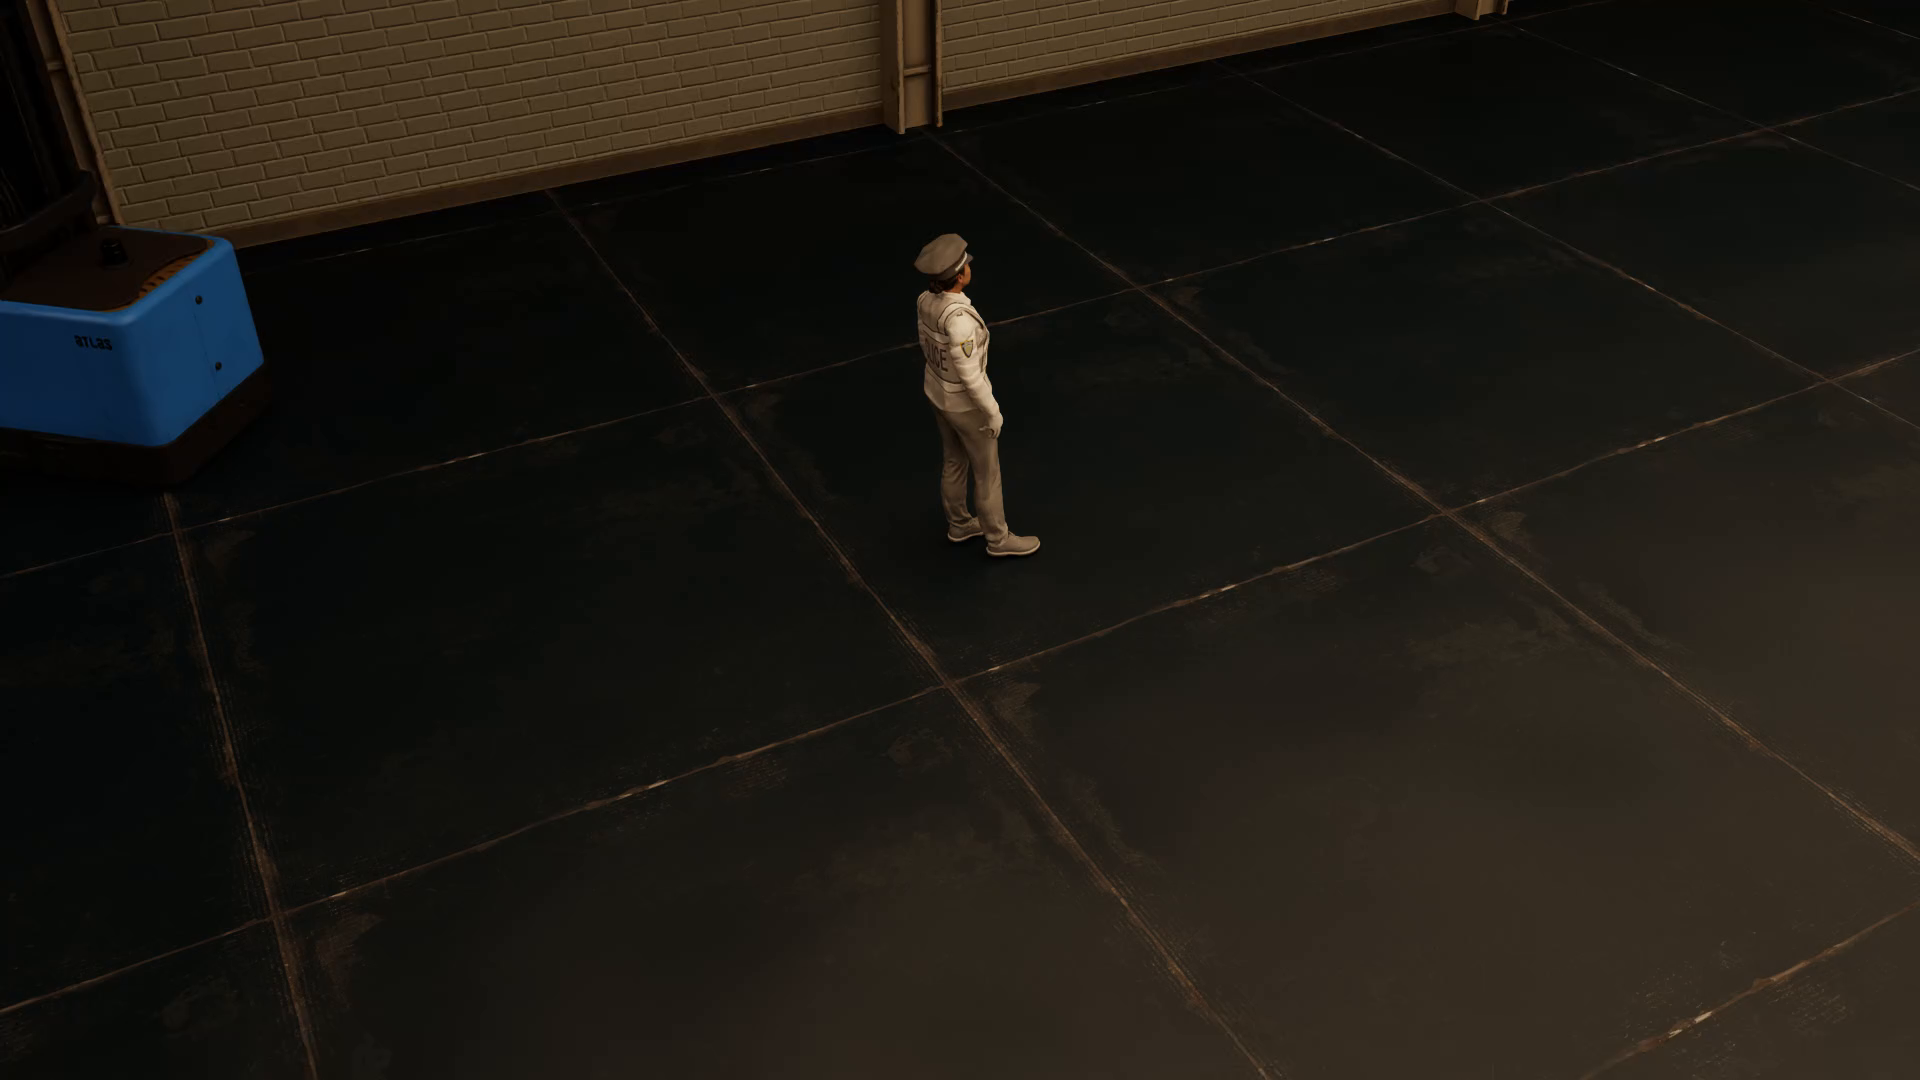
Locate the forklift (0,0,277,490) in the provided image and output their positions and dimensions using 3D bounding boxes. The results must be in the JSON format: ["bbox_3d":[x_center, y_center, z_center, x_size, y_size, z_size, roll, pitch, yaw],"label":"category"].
[{"bbox_3d":[-5.562,-1.908,8.822,3.031,2.935,1.130,8,36,11],"label":"forklift"}]

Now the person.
[{"bbox_3d":[0.063,-0.713,8.190,0.531,1.695,0.588,-17,39,-23],"label":"person"}]
